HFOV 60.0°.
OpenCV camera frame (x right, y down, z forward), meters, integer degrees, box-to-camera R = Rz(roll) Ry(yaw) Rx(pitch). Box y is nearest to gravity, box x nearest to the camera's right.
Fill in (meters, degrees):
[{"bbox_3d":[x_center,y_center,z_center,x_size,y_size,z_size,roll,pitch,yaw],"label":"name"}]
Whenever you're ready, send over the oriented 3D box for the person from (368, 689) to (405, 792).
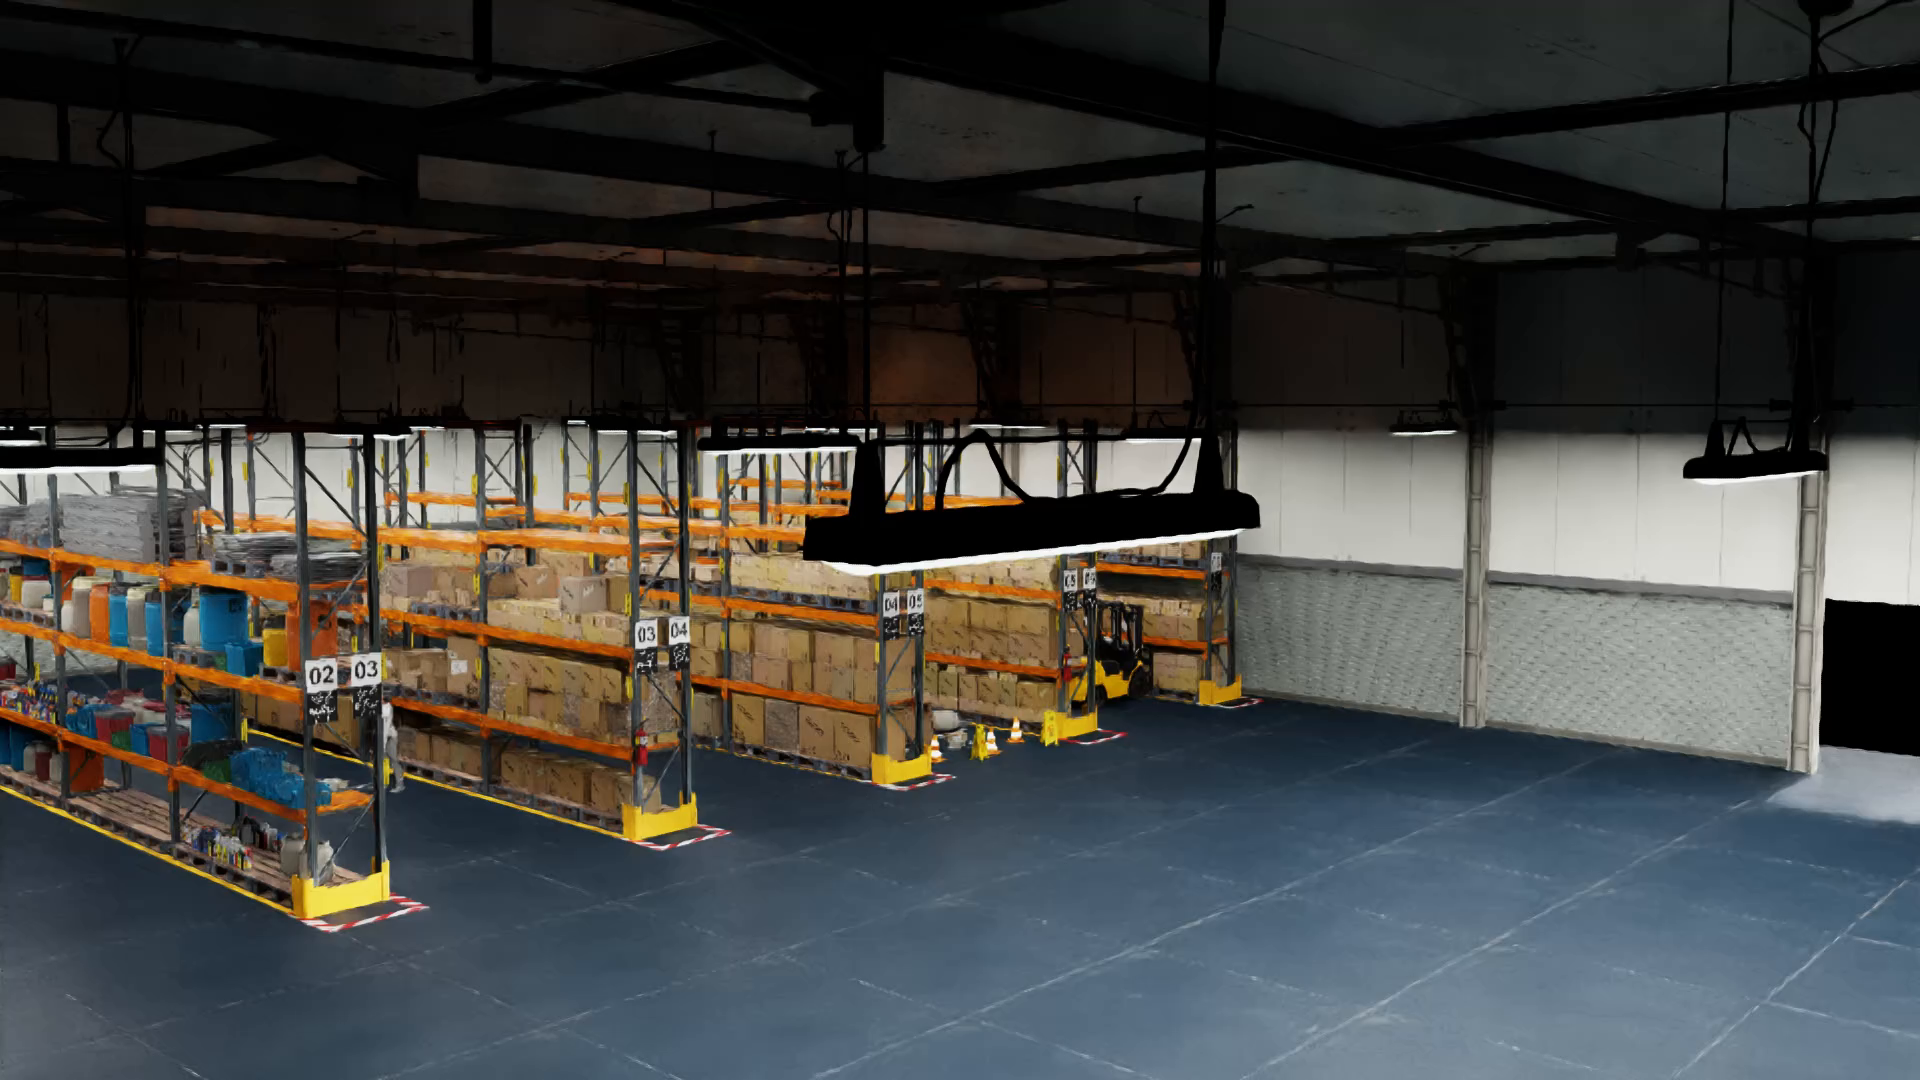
[{"bbox_3d":[-9.400,3.263,27.194,0.550,1.663,0.586,-2,5,-23],"label":"person"}]
